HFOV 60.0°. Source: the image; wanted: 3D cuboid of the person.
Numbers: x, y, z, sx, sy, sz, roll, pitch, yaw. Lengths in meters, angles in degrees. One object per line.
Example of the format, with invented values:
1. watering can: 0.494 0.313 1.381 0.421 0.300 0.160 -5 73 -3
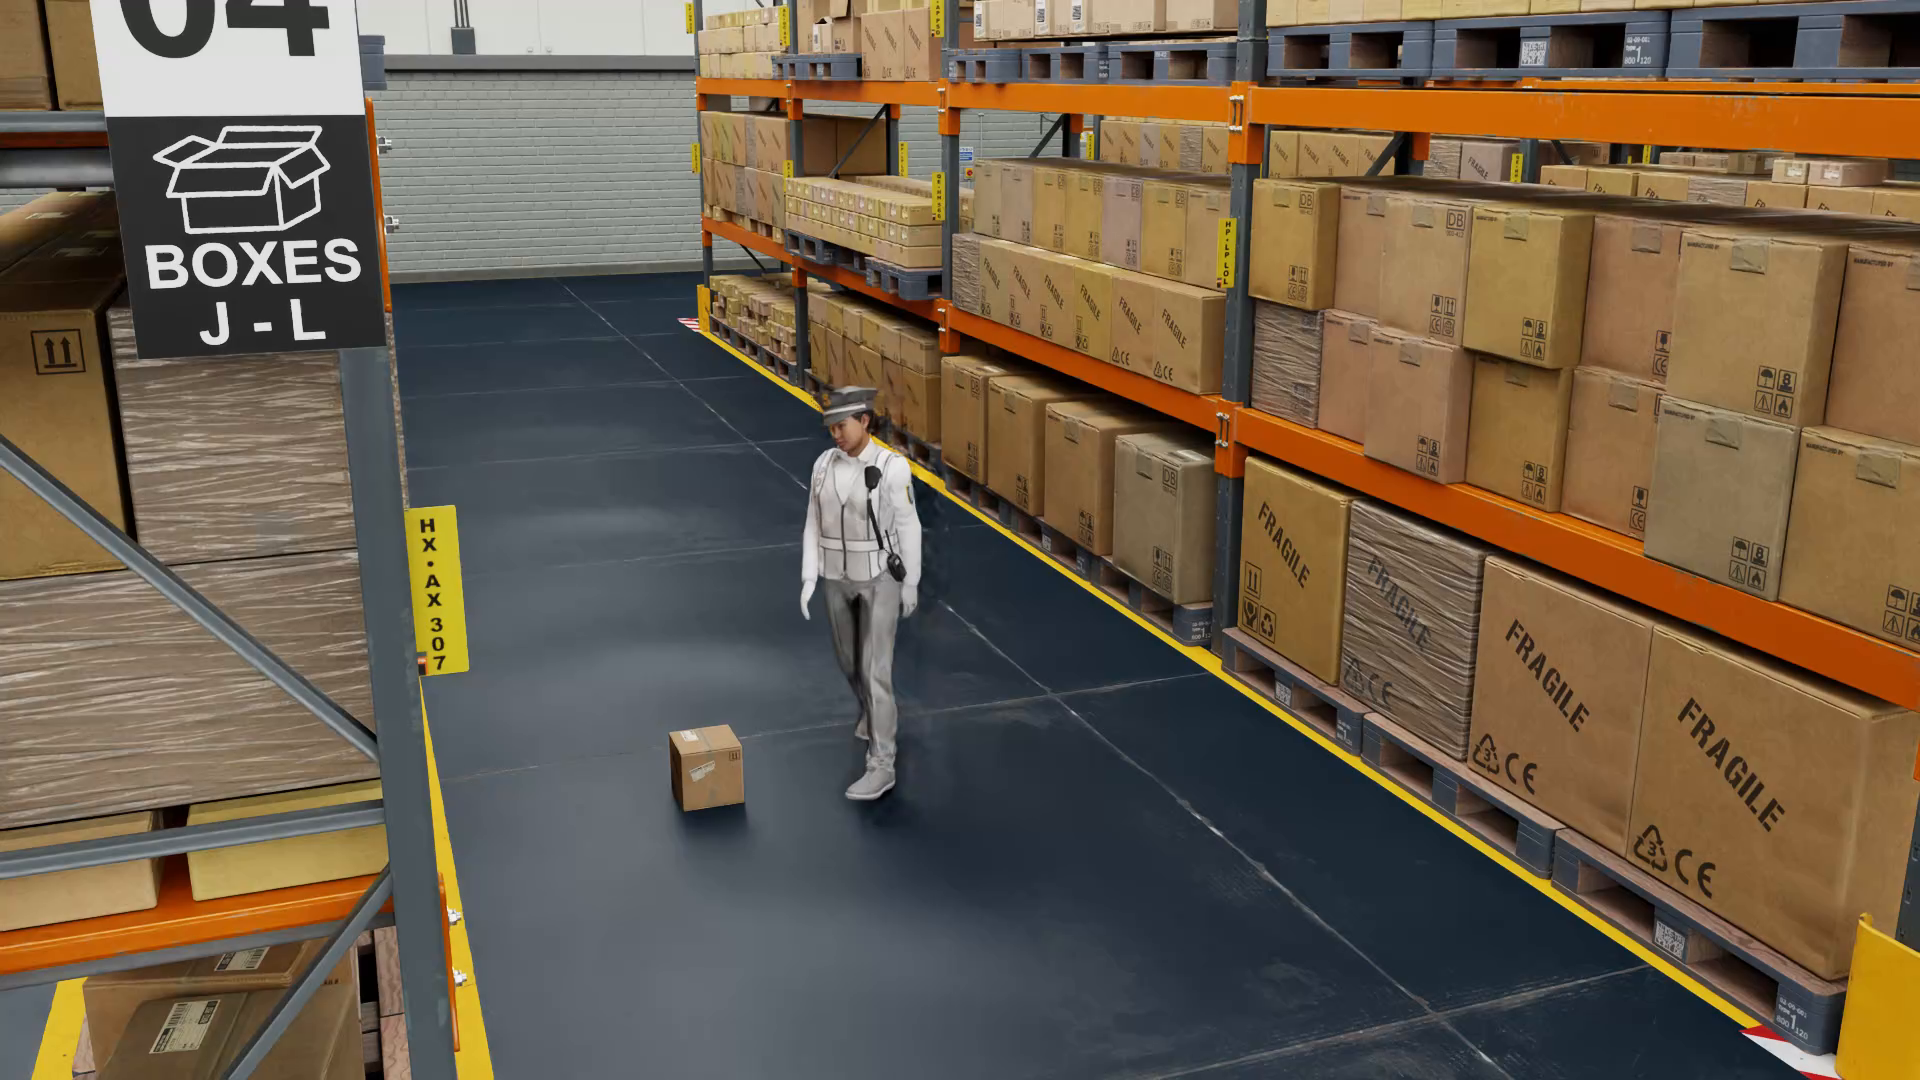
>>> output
1. person: -0.421 0.171 6.895 0.495 1.620 0.816 7 17 23
